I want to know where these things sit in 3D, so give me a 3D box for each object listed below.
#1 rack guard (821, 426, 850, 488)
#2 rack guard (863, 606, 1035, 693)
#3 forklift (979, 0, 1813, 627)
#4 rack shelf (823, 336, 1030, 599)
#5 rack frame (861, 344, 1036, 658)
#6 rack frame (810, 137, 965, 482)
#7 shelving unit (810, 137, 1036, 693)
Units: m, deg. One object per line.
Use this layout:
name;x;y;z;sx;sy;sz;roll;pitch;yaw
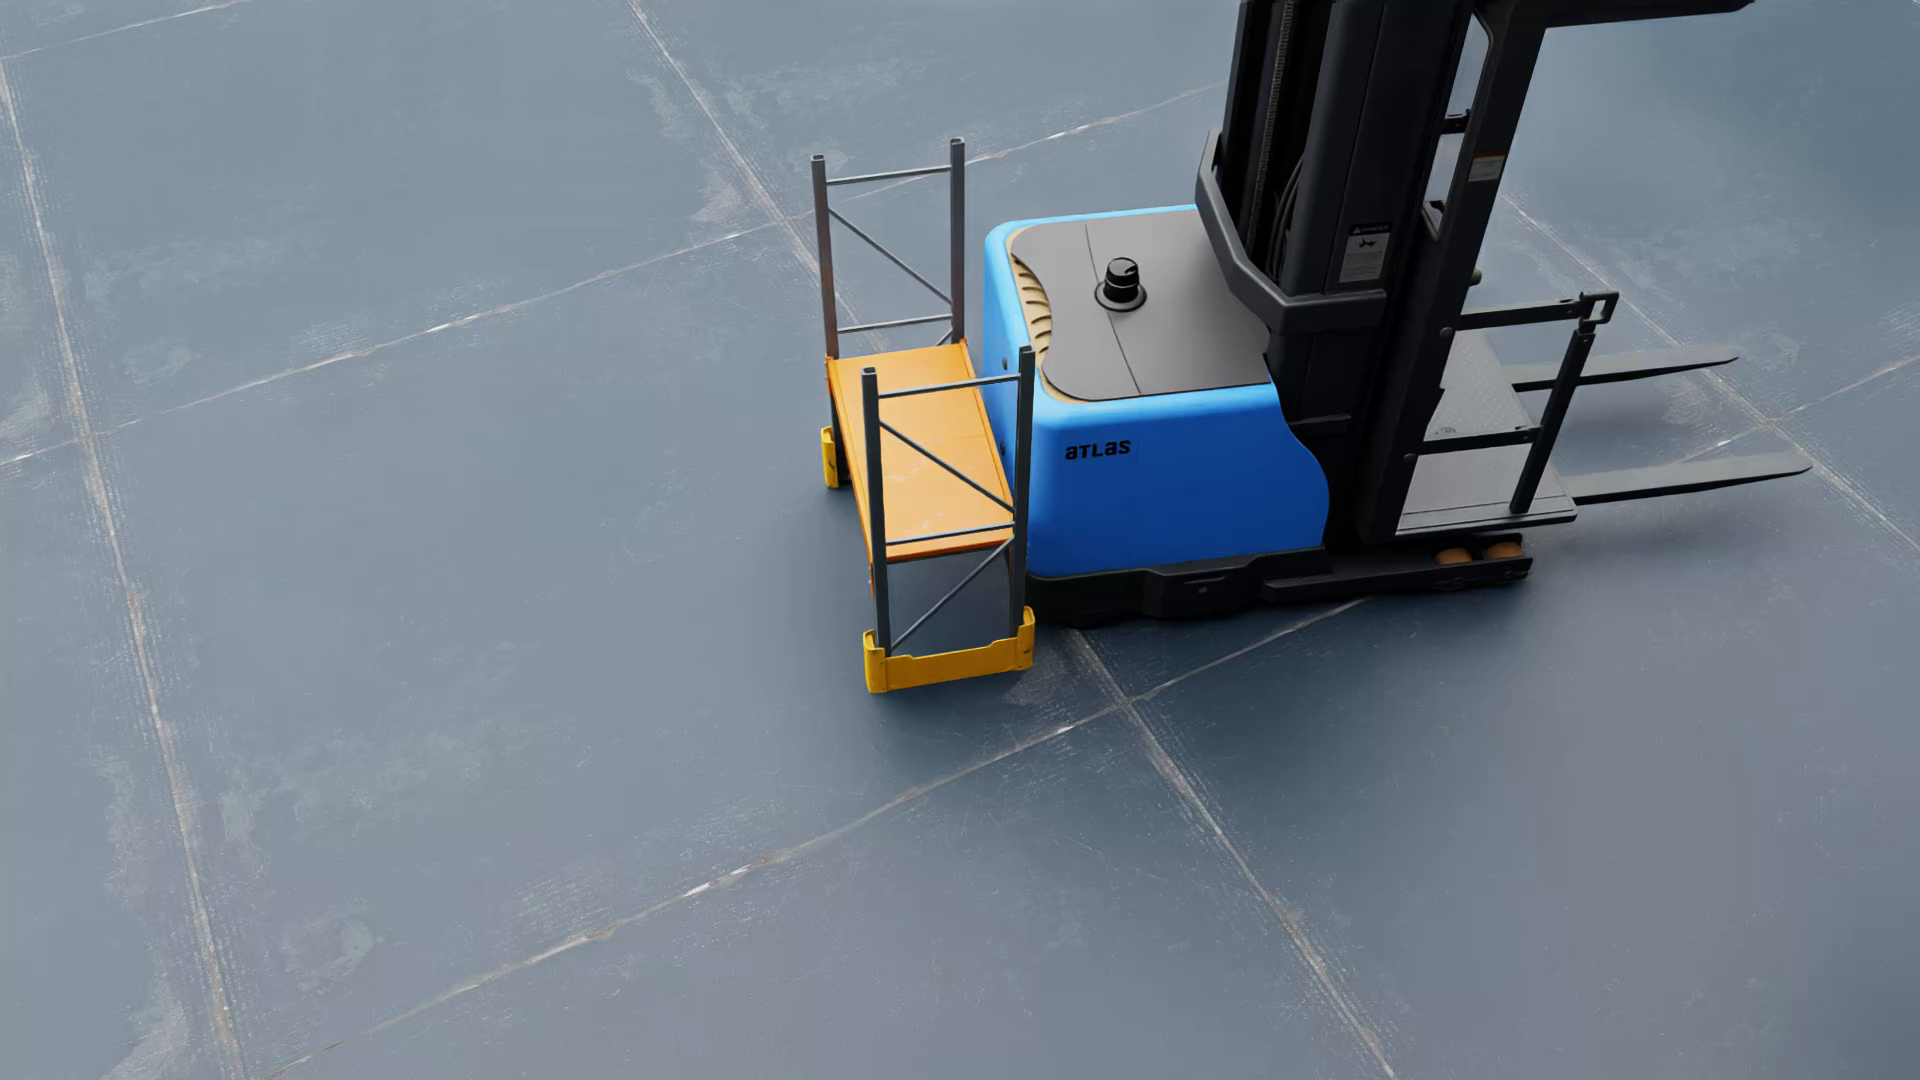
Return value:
rack guard;-0.232;-0.355;6.394;0.587;0.250;0.087;-9;49;-7
rack guard;-0.036;0.380;5.751;0.587;0.250;0.087;-9;49;-7
forklift;1.633;-1.170;5.326;3.031;2.935;1.130;-6;49;-6
rack shelf;-0.132;-0.273;5.732;0.538;0.185;1.000;-9;49;-7
rack frame;-0.032;-0.017;5.268;0.500;1.500;0.032;-9;49;-7
rack frame;-0.233;-0.767;5.924;0.500;1.500;0.032;-9;49;-7
shelving unit;-0.134;-0.398;5.602;0.587;1.500;1.083;-9;49;-7
